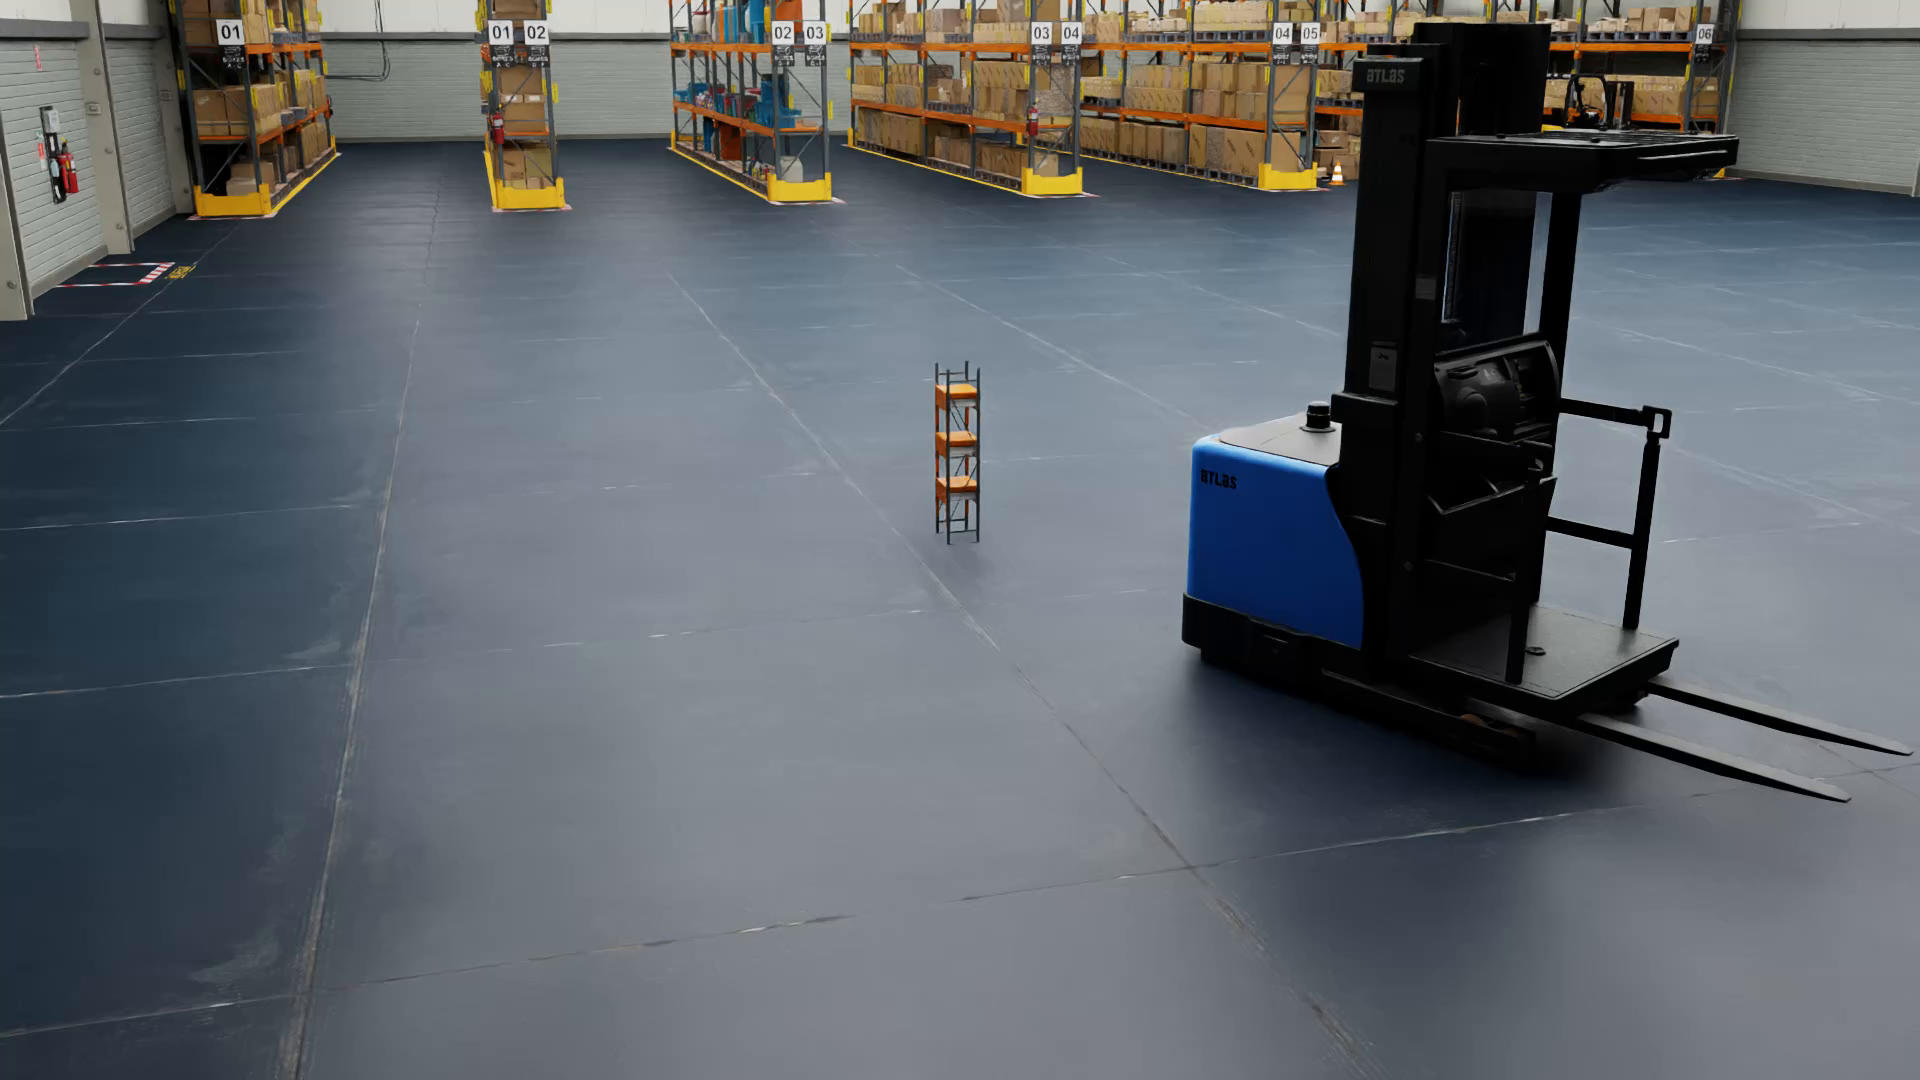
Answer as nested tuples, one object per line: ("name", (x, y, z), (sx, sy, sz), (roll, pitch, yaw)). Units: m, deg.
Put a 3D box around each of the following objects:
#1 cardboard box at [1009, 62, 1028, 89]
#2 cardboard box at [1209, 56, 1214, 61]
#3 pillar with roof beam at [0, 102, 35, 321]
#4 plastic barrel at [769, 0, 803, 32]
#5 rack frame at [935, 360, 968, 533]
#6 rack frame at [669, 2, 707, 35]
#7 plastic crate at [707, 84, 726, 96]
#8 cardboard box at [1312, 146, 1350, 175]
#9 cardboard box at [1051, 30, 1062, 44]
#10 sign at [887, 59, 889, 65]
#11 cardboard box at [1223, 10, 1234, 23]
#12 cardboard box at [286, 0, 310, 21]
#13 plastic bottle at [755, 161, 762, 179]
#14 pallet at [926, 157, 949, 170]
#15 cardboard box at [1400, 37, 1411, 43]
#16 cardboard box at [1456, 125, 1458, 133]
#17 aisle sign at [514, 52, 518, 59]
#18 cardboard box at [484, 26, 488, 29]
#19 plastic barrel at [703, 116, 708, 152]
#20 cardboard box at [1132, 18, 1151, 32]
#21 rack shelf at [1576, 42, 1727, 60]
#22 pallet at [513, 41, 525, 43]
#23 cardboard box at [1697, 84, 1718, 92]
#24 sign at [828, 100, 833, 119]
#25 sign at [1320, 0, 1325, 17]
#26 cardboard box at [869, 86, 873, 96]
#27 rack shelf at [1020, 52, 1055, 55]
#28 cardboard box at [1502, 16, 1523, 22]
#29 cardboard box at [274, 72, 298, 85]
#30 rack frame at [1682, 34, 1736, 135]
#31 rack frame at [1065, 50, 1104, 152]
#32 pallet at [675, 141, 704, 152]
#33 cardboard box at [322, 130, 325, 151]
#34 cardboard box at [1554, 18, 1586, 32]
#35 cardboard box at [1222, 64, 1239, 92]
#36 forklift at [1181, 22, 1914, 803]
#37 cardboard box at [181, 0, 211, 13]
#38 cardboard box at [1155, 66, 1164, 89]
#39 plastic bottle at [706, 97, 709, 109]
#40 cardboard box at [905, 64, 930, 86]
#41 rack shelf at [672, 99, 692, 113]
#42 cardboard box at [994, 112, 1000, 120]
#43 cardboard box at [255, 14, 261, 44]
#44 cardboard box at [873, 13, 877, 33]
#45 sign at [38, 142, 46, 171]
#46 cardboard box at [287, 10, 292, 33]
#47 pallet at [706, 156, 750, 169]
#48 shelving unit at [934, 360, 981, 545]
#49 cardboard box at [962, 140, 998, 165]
("cardboard box", (1.286, -9.142, 32.745), (0.500, 0.500, 0.500), (-5, 17, -15))
("cardboard box", (7.285, -13.628, 47.068), (0.380, 0.149, 0.250), (-5, 17, -15))
("pillar with roof beam", (-6.057, -7.047, 17.771), (9.100, 9.000, 0.400), (-5, 17, -15))
("plastic barrel", (-3.200, -9.779, 30.602), (0.600, 0.830, 0.708), (-5, 17, -15))
("rack frame", (-0.048, -0.551, 9.963), (0.200, 1.050, 0.008), (-5, 17, -15))
("rack frame", (-7.342, -15.110, 44.612), (1.000, 3.000, 0.127), (-5, 17, -15))
("plastic crate", (-6.247, -11.457, 42.662), (0.402, 0.464, 0.583), (-5, 17, -15))
("cardboard box", (8.164, -8.399, 36.803), (0.797, 0.637, 0.503), (-5, 17, -15))
("cardboard box", (1.934, -9.721, 32.147), (0.500, 0.250, 0.500), (-4, 17, -14))
("sign", (-2.054, -13.335, 46.708), (0.100, 0.325, 0.005), (-5, 17, -15))
("cardboard box", (5.799, -10.853, 34.495), (0.500, 0.250, 0.500), (-5, 17, -15))
("cardboard box", (-15.694, -12.539, 39.322), (0.500, 0.500, 0.500), (-5, 17, -16))
("plastic bottle", (-4.001, -7.382, 33.154), (0.144, 0.351, 0.185), (-4, 17, -13))
("pallet", (-0.168, -8.864, 39.093), (1.003, 0.211, 1.213), (-5, 17, -15))
("cardboard box", (10.112, -11.226, 37.334), (0.380, 0.149, 0.250), (-5, 17, -15))
("cardboard box", (10.710, -8.837, 35.777), (0.380, 0.149, 0.250), (-4, 17, -14))
("aisle sign", (-11.830, -13.134, 43.945), (0.394, 0.787, 0.004), (-5, 17, -15))
("cardboard box", (-8.774, -9.879, 31.595), (0.500, 0.311, 0.500), (-6, 18, -18))
("plastic barrel", (-6.109, -10.175, 41.528), (0.600, 0.901, 0.708), (-5, 17, -15))
("cardboard box", (4.403, -12.205, 39.407), (0.500, 0.311, 0.500), (-5, 17, -15))
("rack shelf", (15.568, -11.025, 37.477), (1.077, 0.370, 4.000), (-5, 17, -15))
("pallet", (-9.063, -10.115, 33.530), (0.805, 0.209, 1.217), (-5, 18, -17))
("cardboard box", (16.274, -9.853, 36.237), (0.380, 0.149, 0.250), (-5, 17, -17))
("sign", (-2.415, -7.986, 30.843), (0.100, 0.325, 0.005), (-5, 17, -15))
("sign", (7.150, -10.502, 32.830), (0.100, 0.325, 0.005), (-5, 17, -15))
("cardboard box", (-2.139, -11.978, 44.358), (0.500, 0.250, 0.500), (-4, 17, -14))
("rack shelf", (2.767, -13.531, 45.822), (1.077, 0.370, 4.000), (-5, 17, -15))
("cardboard box", (11.444, -10.799, 34.525), (0.380, 0.149, 0.250), (-5, 17, -16))
("cardboard box", (-14.554, -9.954, 35.846), (0.500, 0.250, 0.500), (-4, 17, -14))
("rack frame", (16.117, -9.380, 35.964), (1.000, 3.000, 0.127), (-5, 17, -15))
("rack frame", (3.316, -11.886, 44.308), (1.000, 3.000, 0.127), (-5, 17, -15))
("pallet", (-7.153, -10.670, 45.107), (1.003, 0.211, 1.213), (-5, 17, -15))
("cardboard box", (-16.302, -9.994, 41.625), (0.700, 0.500, 0.500), (-5, 18, -17))
("cardboard box", (14.585, -12.310, 39.756), (0.500, 0.311, 0.500), (-5, 18, -17))
("cardboard box", (6.016, -9.708, 34.920), (0.875, 0.550, 0.500), (-5, 17, -15))
("forklift", (2.439, -0.630, 6.955), (1.130, 2.935, 3.031), (-15, 22, -40))
("cardboard box", (-12.840, -9.099, 27.870), (0.500, 0.500, 0.500), (-4, 17, -13))
("cardboard box", (4.954, -10.759, 38.643), (0.700, 0.500, 0.500), (-5, 17, -16))
("plastic bottle", (-5.979, -10.362, 39.438), (0.061, 0.283, 0.133), (-5, 17, -15))
("cardboard box", (-0.933, -11.513, 41.148), (0.797, 0.503, 0.637), (-4, 17, -13))
("rack shelf", (-6.792, -11.339, 43.737), (1.077, 0.370, 4.000), (-5, 17, -15))
("cardboard box", (0.913, -8.692, 34.110), (0.380, 0.149, 0.250), (-5, 17, -15))
("cardboard box", (-12.749, -9.075, 29.528), (0.500, 0.500, 0.500), (-4, 17, -12))
("cardboard box", (-1.897, -13.616, 43.776), (0.700, 0.500, 0.500), (-4, 17, -12))
("sign", (-11.150, -4.663, 20.199), (0.001, 0.329, 0.234), (-5, 17, -15))
("cardboard box", (-15.417, -11.641, 37.340), (0.700, 0.500, 0.500), (-5, 17, -16))
("pallet", (-5.400, -8.903, 39.225), (1.003, 0.211, 1.213), (-5, 17, -15))
("shelving unit", (-0.015, -0.518, 9.850), (0.215, 1.050, 0.252), (-5, 17, -15))
("cardboard box", (0.457, -8.628, 37.040), (0.700, 0.500, 0.500), (-5, 17, -16))
